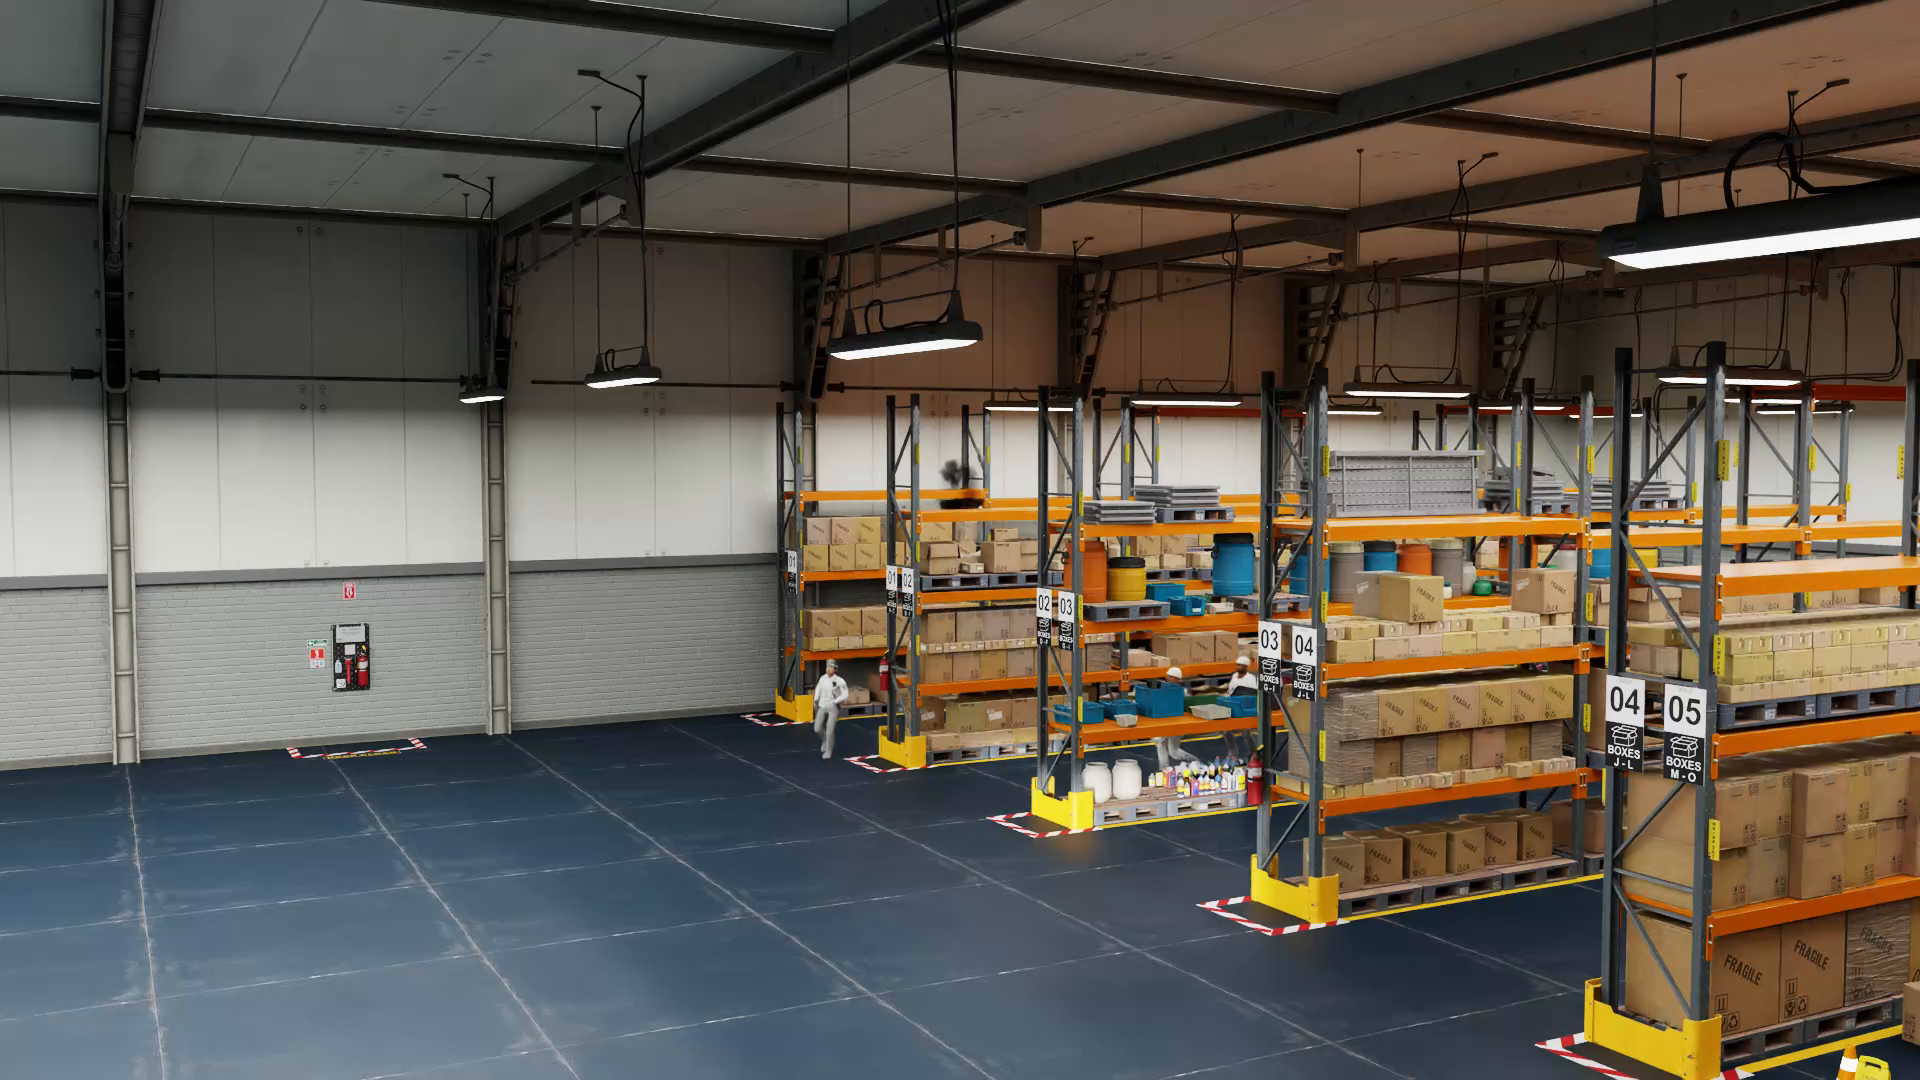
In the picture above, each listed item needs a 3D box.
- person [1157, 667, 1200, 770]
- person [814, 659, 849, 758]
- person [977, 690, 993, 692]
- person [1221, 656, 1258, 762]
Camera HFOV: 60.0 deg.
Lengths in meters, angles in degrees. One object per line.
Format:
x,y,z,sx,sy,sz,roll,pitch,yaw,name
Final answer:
3.290,2.833,25.583,0.796,1.757,0.671,-1,4,-25,person
-2.158,2.785,27.477,0.649,1.649,0.479,1,4,23,person
0.423,2.678,29.801,0.710,1.644,0.503,-3,4,-41,person
4.511,2.759,26.818,0.728,1.778,0.669,-3,4,-39,person
